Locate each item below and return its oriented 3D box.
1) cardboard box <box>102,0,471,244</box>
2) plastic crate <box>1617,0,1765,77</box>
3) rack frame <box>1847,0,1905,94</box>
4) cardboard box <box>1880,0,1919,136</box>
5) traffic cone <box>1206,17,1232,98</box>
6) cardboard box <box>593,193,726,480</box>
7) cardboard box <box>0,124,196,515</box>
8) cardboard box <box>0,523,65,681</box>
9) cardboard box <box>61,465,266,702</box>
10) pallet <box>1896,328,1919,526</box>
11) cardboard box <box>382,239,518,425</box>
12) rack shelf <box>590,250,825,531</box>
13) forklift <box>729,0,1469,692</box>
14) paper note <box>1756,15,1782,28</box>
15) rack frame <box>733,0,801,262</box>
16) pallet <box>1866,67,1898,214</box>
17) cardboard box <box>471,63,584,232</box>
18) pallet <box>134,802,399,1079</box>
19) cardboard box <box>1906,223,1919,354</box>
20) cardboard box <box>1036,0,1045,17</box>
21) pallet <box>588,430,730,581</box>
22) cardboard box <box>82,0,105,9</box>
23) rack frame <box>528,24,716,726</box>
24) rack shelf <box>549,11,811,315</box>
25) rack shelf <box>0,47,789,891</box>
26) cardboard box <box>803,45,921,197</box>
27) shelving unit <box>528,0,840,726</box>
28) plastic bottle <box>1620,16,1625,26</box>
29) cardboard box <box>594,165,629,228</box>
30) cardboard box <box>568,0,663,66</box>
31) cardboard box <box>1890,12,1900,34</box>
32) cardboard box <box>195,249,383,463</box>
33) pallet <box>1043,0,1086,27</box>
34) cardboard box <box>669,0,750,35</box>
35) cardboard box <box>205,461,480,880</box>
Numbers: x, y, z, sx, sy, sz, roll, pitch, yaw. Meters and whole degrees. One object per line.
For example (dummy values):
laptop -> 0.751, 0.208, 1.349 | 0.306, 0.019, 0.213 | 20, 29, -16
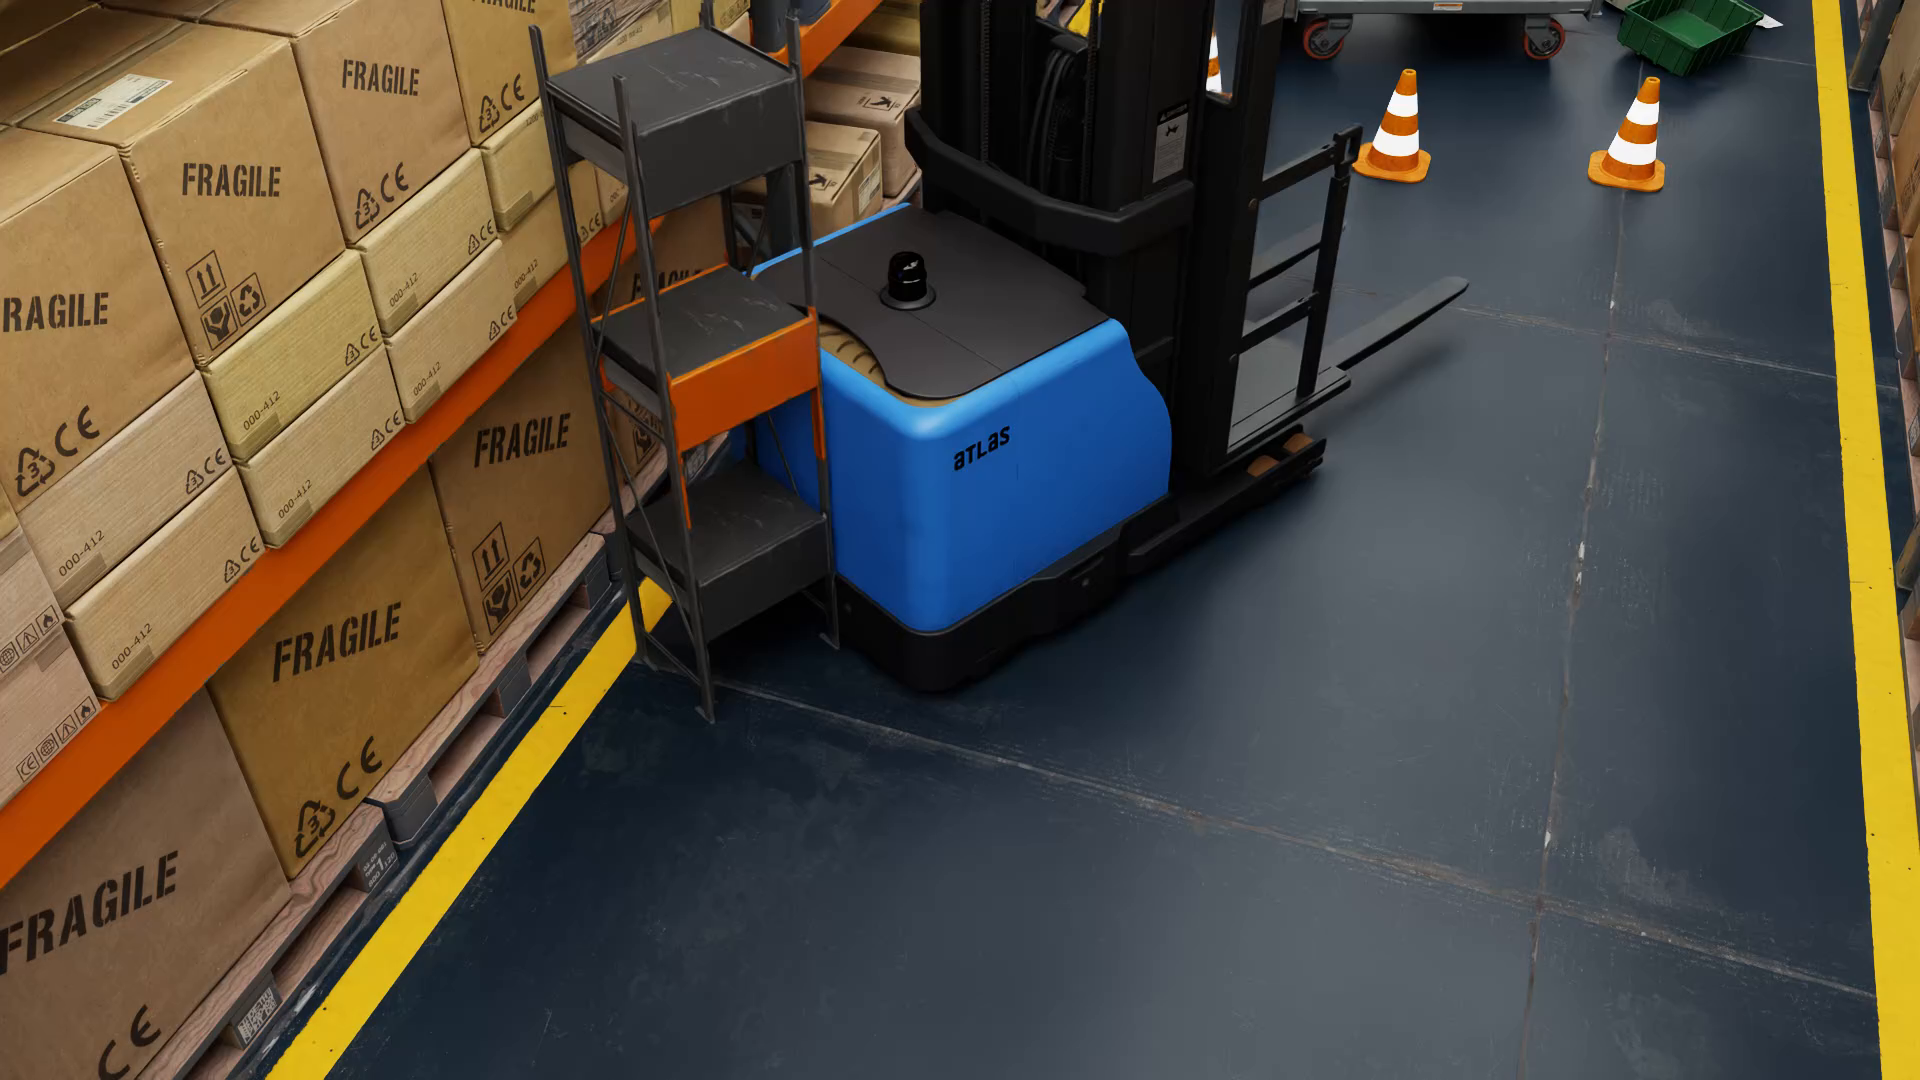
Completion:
cardboard box -> -1.522, -1.060, 3.833 | 0.500, 0.500, 0.500 | 13, 42, 14
plastic crate -> 3.814, -2.689, 8.713 | 0.662, 0.188, 0.450 | -29, 58, -29
rack frame -> 4.986, -3.340, 7.354 | 1.000, 3.000, 0.127 | 13, 42, 15
cardboard box -> 4.858, -2.246, 7.481 | 1.050, 0.750, 0.750 | 13, 42, 15
traffic cone -> 1.192, -2.345, 8.142 | 0.336, 0.463, 0.334 | 13, 42, 15
cardboard box -> -1.382, -0.886, 5.791 | 0.875, 0.875, 0.875 | 13, 42, 15
cardboard box -> -1.867, -0.438, 3.104 | 0.500, 0.500, 0.500 | 13, 42, 15
cardboard box -> -2.020, 0.163, 2.978 | 0.500, 0.250, 0.500 | 12, 42, 14
cardboard box -> -1.862, 0.033, 3.516 | 0.500, 0.250, 0.500 | 12, 42, 14
pallet -> 3.959, -0.304, 5.944 | 1.003, 0.211, 1.213 | 13, 42, 15
cardboard box -> -1.492, -0.579, 4.233 | 0.500, 0.250, 0.500 | 13, 42, 14
rack shelf -> -0.706, -0.425, 4.651 | 0.480, 0.518, 0.431 | -30, 49, -31
forklift -> 0.677, -1.476, 5.222 | 3.031, 2.935, 1.130 | -30, 49, -31
paper note -> 4.365, -2.822, 9.034 | 0.147, 0.020, 0.142 | -13, 42, -15
rack frame -> -1.068, -1.938, 5.710 | 1.000, 3.000, 0.127 | 13, 42, 15
pallet -> 4.793, -1.792, 7.688 | 1.003, 0.211, 1.213 | 13, 42, 15
cardboard box -> -1.322, -1.089, 4.445 | 0.500, 0.250, 0.500 | 12, 42, 14
pallet -> -2.243, 1.075, 4.327 | 1.003, 0.211, 1.213 | 13, 42, 15
cardboard box -> 4.207, -1.090, 6.126 | 1.050, 0.750, 0.750 | 14, 42, 16
cardboard box -> -0.120, -2.778, 8.396 | 0.950, 0.372, 0.625 | 16, 43, 18
pallet -> -1.408, -0.413, 6.071 | 1.003, 0.211, 1.213 | 13, 42, 15
cardboard box -> -1.994, -1.186, 3.981 | 0.500, 0.500, 0.500 | 14, 42, 16
rack frame -> -0.887, -0.330, 4.519 | 0.015, 2.100, 0.400 | -30, 49, -31
rack shelf -> -0.706, -0.958, 4.197 | 0.480, 0.518, 0.431 | -30, 49, -31
rack shelf -> -1.752, -0.444, 4.514 | 1.077, 0.370, 4.000 | 13, 42, 15
cardboard box -> -0.620, -1.892, 7.358 | 0.950, 0.372, 0.625 | 13, 42, 14
shelving unit -> -0.706, -0.435, 4.643 | 0.503, 2.100, 0.431 | -30, 49, -31
plastic bottle -> 3.662, -2.726, 8.898 | 0.133, 0.061, 0.283 | -7, 41, -8
cardboard box -> -1.157, -1.200, 4.960 | 0.500, 0.250, 0.500 | 14, 42, 16
cardboard box -> -1.167, -1.668, 4.547 | 0.500, 0.500, 0.500 | 14, 42, 16
cardboard box -> 5.267, -3.060, 8.339 | 0.875, 0.875, 0.875 | 14, 42, 16
cardboard box -> -1.671, -0.463, 3.712 | 0.500, 0.250, 0.500 | 14, 42, 16
pallet -> 0.035, -2.841, 8.918 | 1.003, 0.211, 1.213 | 13, 42, 15
cardboard box -> -0.995, -1.719, 5.184 | 0.500, 0.250, 0.500 | 13, 42, 15
cardboard box -> -1.997, 0.202, 4.516 | 0.875, 0.875, 0.875 | 14, 43, 16
